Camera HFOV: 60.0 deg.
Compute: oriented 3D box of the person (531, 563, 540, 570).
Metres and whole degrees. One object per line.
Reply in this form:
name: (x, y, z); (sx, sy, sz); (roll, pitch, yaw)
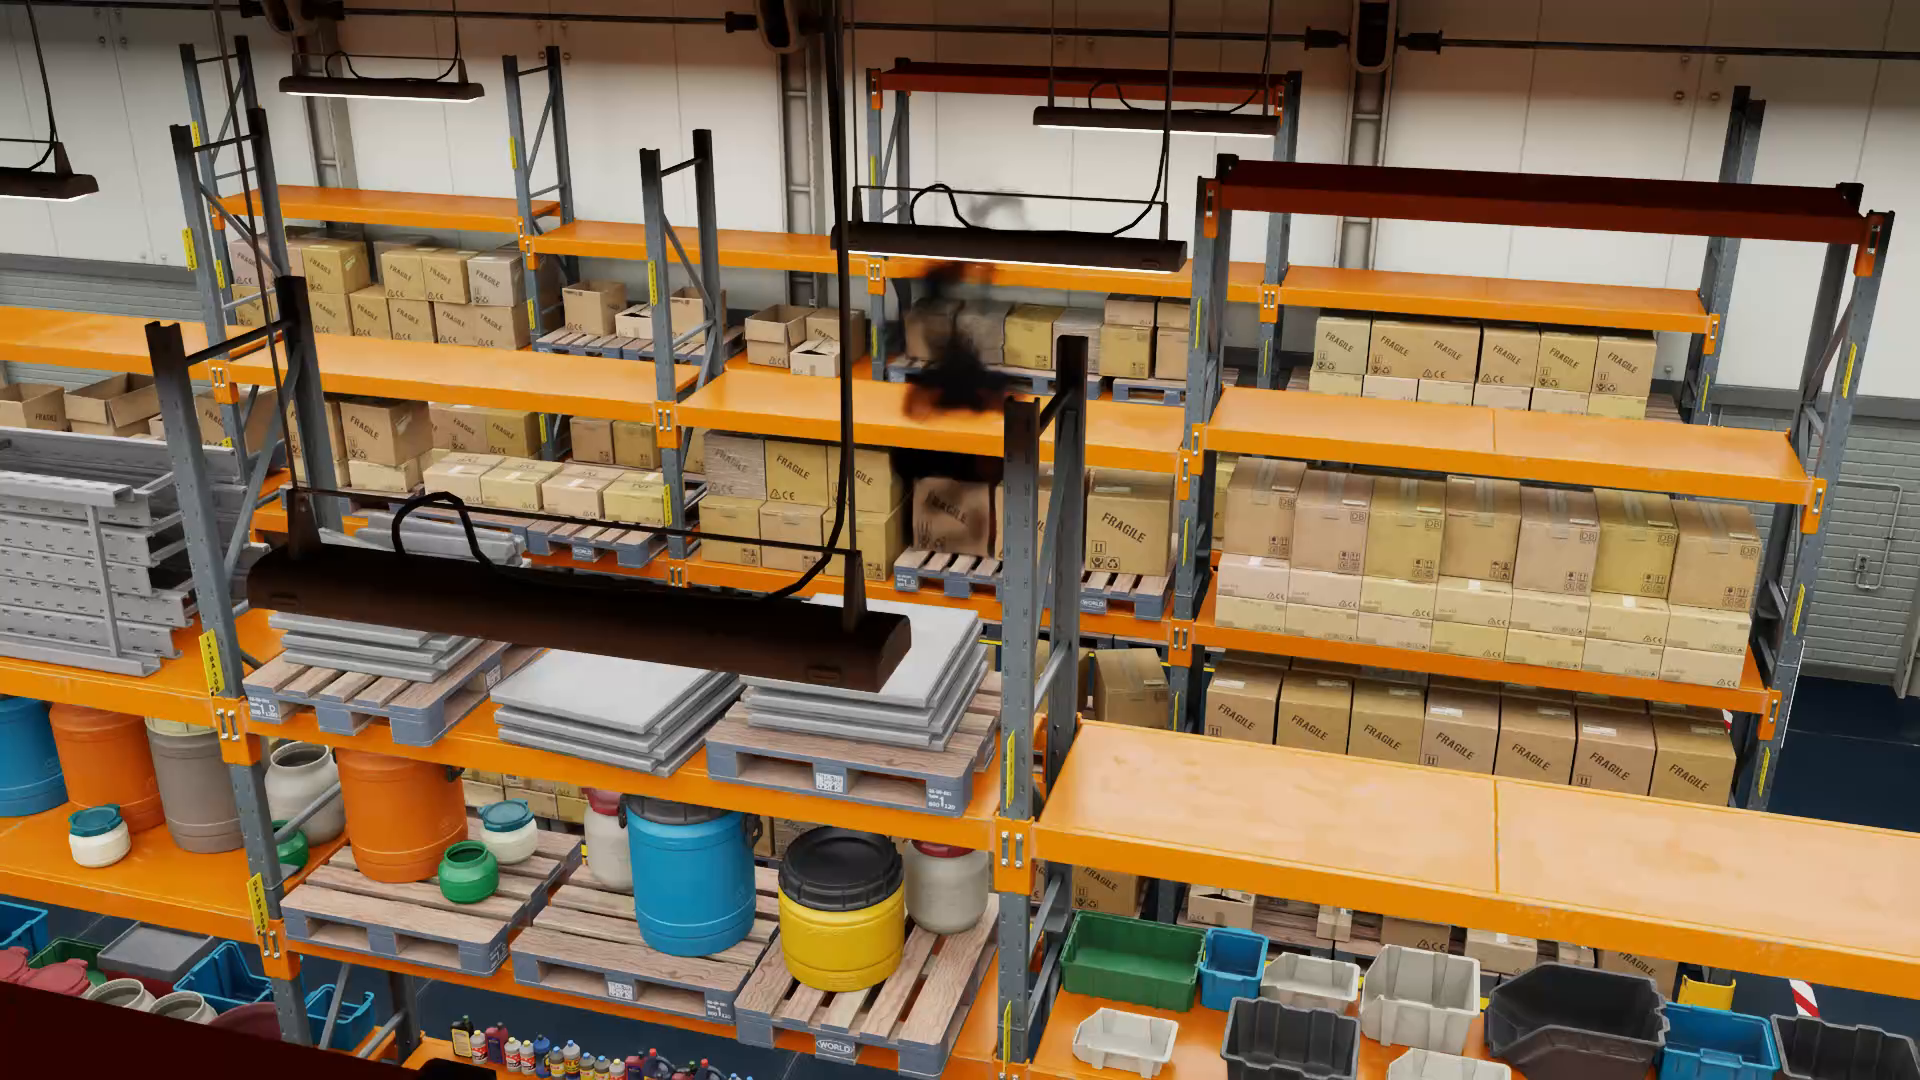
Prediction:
person: (-4.297, 0.850, 16.450); (0.853, 1.823, 0.647); (5, 23, 13)
